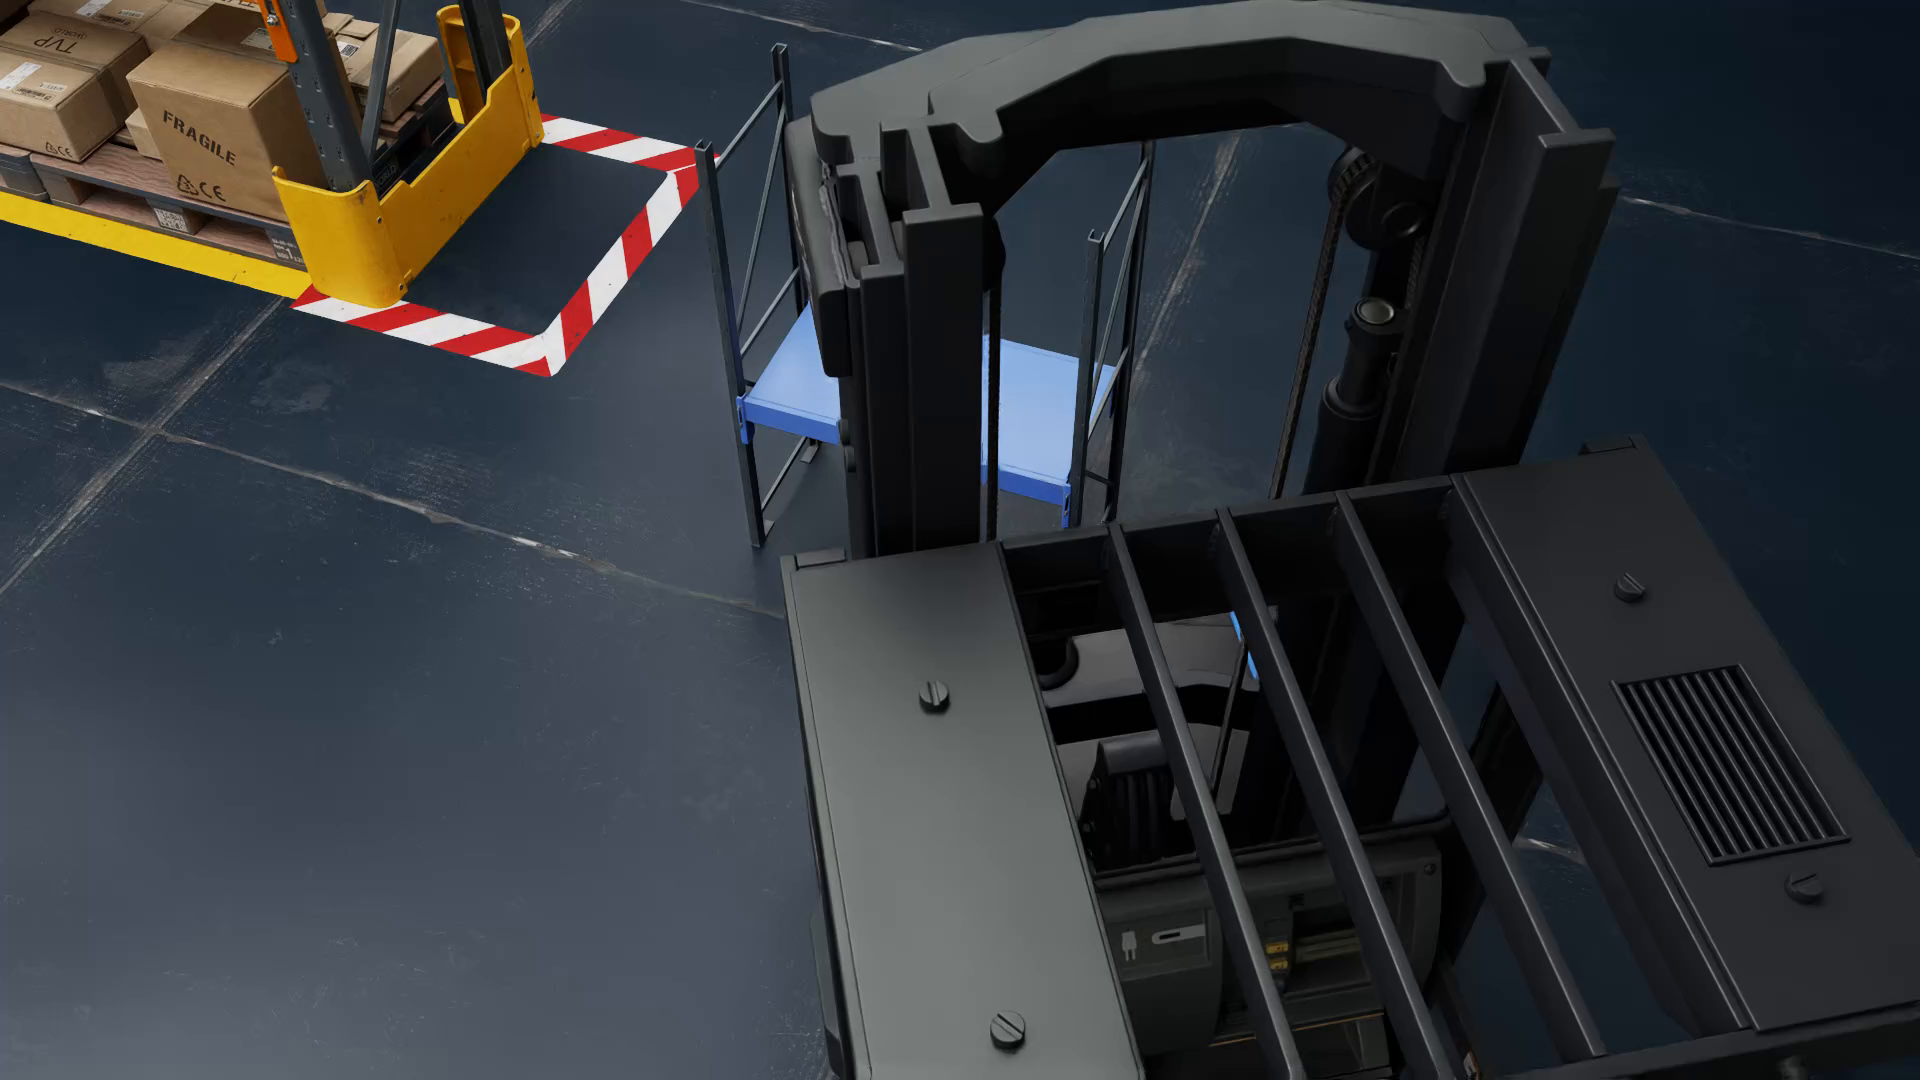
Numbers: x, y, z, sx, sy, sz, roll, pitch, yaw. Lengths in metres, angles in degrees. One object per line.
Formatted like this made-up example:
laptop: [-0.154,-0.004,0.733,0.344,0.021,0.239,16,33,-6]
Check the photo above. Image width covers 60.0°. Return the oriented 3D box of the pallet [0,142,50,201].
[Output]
pallet: [-3.895,-1.873,6.734,1.213,0.211,1.003,16,51,13]

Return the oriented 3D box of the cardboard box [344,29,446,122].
cardboard box: [-2.208,-1.801,6.421,0.250,0.149,0.380,16,51,13]

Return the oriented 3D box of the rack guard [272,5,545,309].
rack guard: [-2.006,-1.439,6.166,0.348,0.500,1.175,16,51,13]

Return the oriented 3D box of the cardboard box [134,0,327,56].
cardboard box: [-2.815,-1.955,6.488,0.500,0.250,0.500,16,51,13]

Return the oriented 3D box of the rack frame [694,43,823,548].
rack frame: [-0.557,-0.647,4.818,0.032,1.500,0.500,16,51,13]

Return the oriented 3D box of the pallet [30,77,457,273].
pallet: [-2.754,-1.552,6.456,1.213,0.211,1.003,16,51,13]

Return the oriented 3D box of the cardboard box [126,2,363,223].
cardboard box: [-2.530,-1.531,5.955,0.500,0.500,0.500,16,51,13]

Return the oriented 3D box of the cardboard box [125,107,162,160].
cardboard box: [-2.879,-1.591,6.228,0.250,0.166,0.380,16,51,13]

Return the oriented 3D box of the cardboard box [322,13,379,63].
cardboard box: [-2.443,-1.872,6.472,0.250,0.166,0.380,16,51,13]

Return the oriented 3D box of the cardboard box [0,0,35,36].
cardboard box: [-3.923,-2.123,6.466,0.637,0.503,0.797,16,51,13]

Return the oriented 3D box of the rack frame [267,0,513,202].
rack frame: [-1.935,-2.237,5.204,0.127,3.000,1.000,16,51,13]

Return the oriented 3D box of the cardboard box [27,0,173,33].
cardboard box: [-3.284,-2.086,6.602,0.500,0.250,0.500,16,51,13]

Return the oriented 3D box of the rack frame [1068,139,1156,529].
rack frame: [0.397,-0.380,4.587,0.032,1.500,0.500,16,51,13]

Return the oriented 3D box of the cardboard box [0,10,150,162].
cardboard box: [-3.411,-1.719,6.283,0.500,0.250,0.500,16,51,13]

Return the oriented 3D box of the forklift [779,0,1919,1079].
forklift: [0.377,0.842,2.581,1.130,2.935,3.031,-8,50,-7]

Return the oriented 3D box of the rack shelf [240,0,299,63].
rack shelf: [-3.811,-2.526,5.930,4.000,0.370,1.077,16,51,13]

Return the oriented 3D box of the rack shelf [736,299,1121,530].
rack shelf: [-0.080,-0.396,4.839,1.000,0.185,0.538,16,51,13]

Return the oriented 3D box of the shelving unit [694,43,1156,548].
shelving unit: [-0.080,-0.514,4.703,1.048,1.500,0.538,16,51,13]
